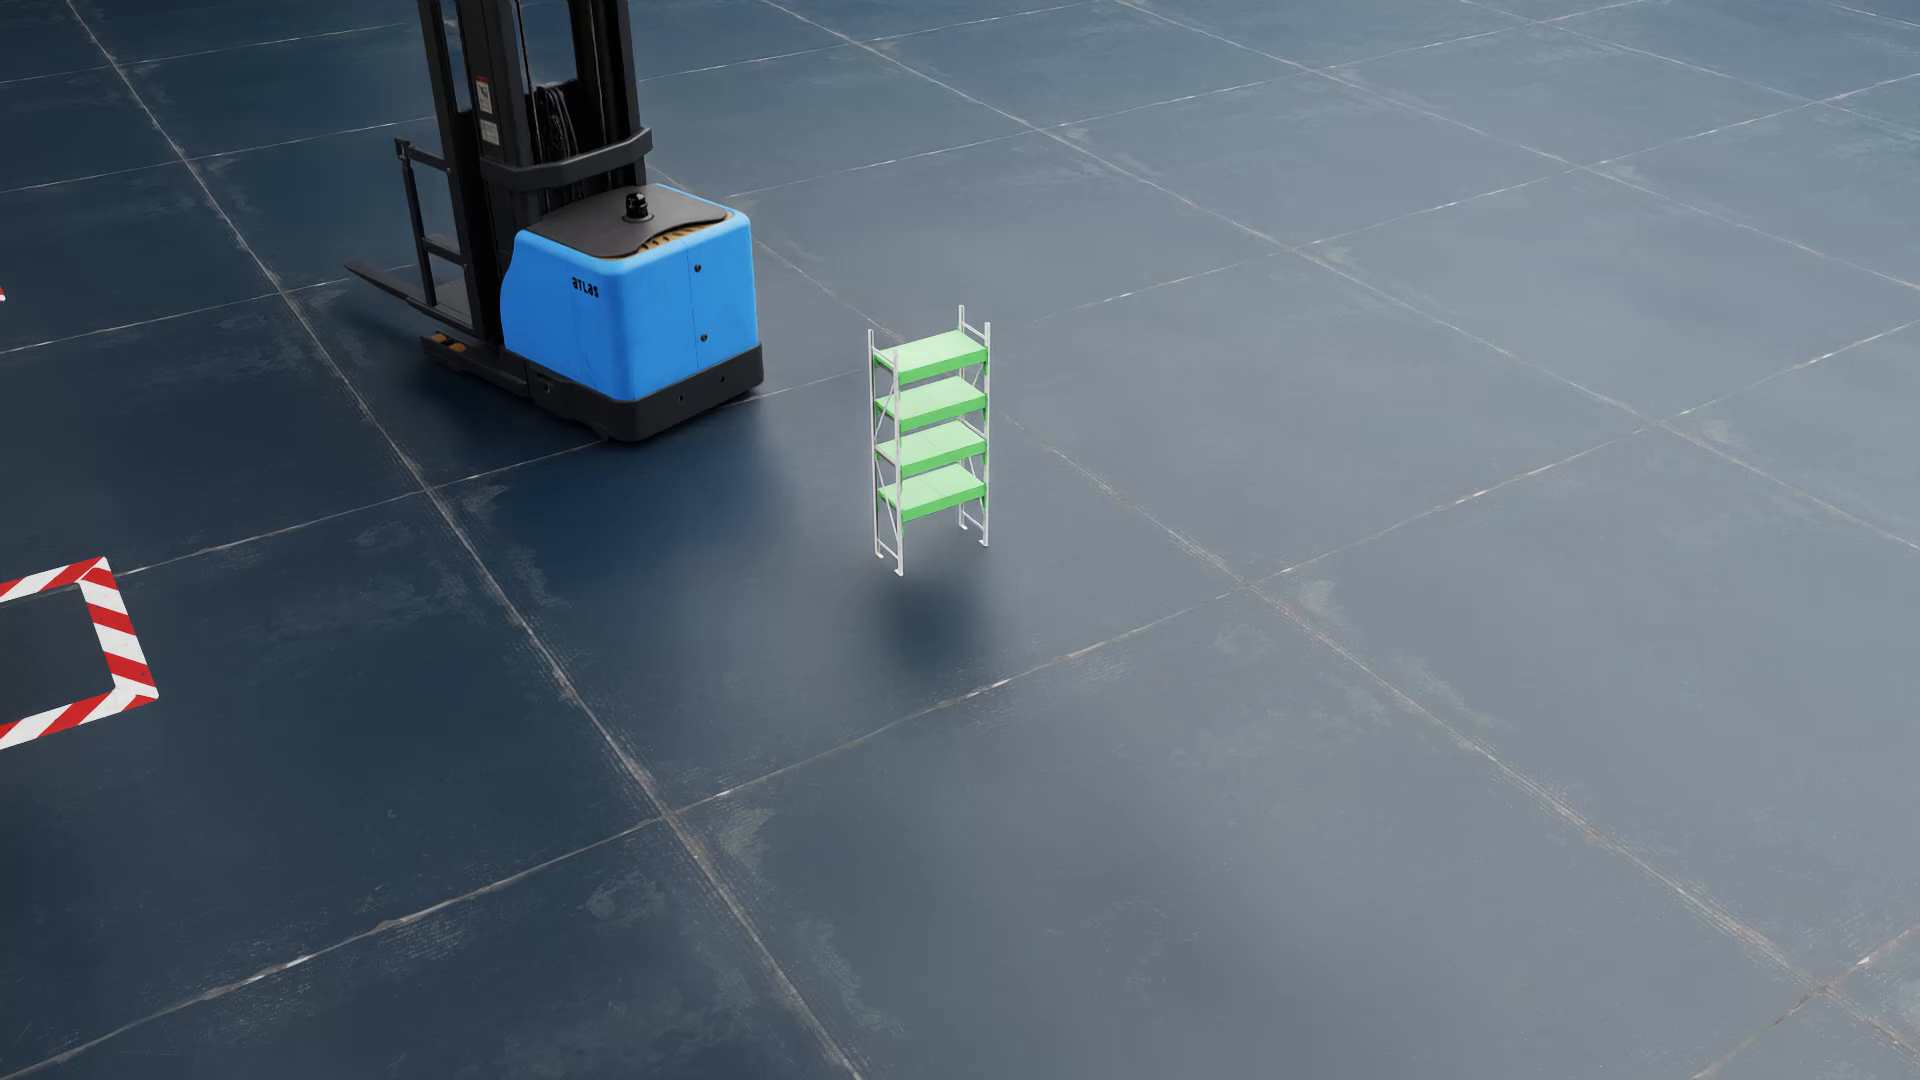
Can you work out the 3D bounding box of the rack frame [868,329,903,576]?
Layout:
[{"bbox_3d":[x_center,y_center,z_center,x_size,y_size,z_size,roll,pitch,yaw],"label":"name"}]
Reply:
[{"bbox_3d":[-0.344,-0.389,7.742,0.015,1.200,0.240,-19,37,-27],"label":"rack frame"}]

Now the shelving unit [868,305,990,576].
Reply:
[{"bbox_3d":[-0.139,-0.460,7.854,0.503,1.200,0.258,-19,37,-27],"label":"shelving unit"}]

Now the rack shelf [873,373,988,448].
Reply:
[{"bbox_3d":[-0.139,-0.609,7.760,0.480,0.148,0.258,-19,37,-27],"label":"rack shelf"}]

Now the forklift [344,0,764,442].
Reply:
[{"bbox_3d":[-2.574,-2.422,9.343,3.031,2.935,1.130,25,40,33],"label":"forklift"}]

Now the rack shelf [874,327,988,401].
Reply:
[{"bbox_3d":[-0.139,-0.812,7.632,0.480,0.148,0.258,-19,37,-27],"label":"rack shelf"}]

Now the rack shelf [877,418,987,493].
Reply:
[{"bbox_3d":[-0.139,-0.406,7.888,0.480,0.148,0.258,-19,37,-27],"label":"rack shelf"}]

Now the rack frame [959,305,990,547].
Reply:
[{"bbox_3d":[0.066,-0.530,7.966,0.015,1.200,0.240,-19,37,-27],"label":"rack frame"}]

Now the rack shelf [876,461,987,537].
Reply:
[{"bbox_3d":[-0.139,-0.203,8.016,0.480,0.148,0.258,-19,37,-27],"label":"rack shelf"}]
